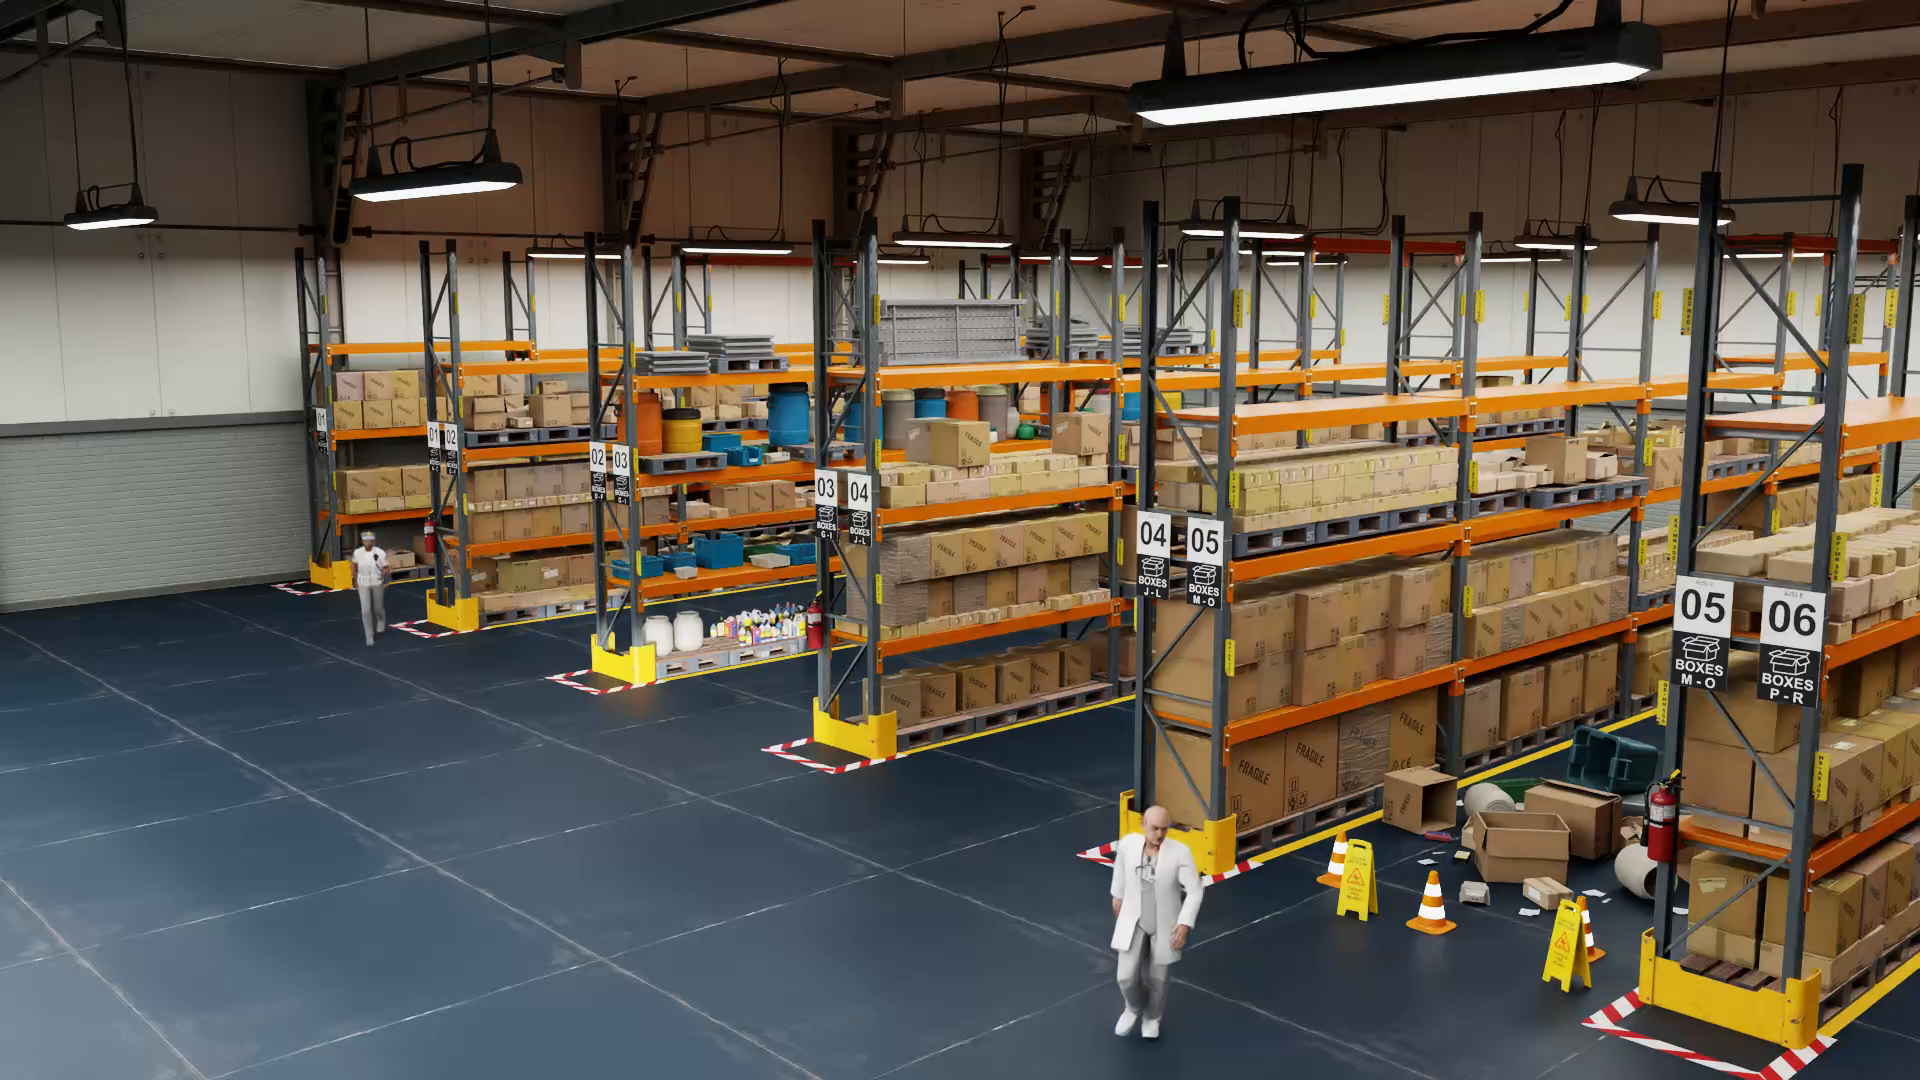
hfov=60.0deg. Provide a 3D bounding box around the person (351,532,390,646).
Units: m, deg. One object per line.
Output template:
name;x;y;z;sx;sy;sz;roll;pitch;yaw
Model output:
person;-8.873;0.687;25.038;0.524;1.700;0.911;-2;9;-16

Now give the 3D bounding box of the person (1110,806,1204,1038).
person;1.317;2.642;11.383;0.698;1.726;0.816;2;9;15
